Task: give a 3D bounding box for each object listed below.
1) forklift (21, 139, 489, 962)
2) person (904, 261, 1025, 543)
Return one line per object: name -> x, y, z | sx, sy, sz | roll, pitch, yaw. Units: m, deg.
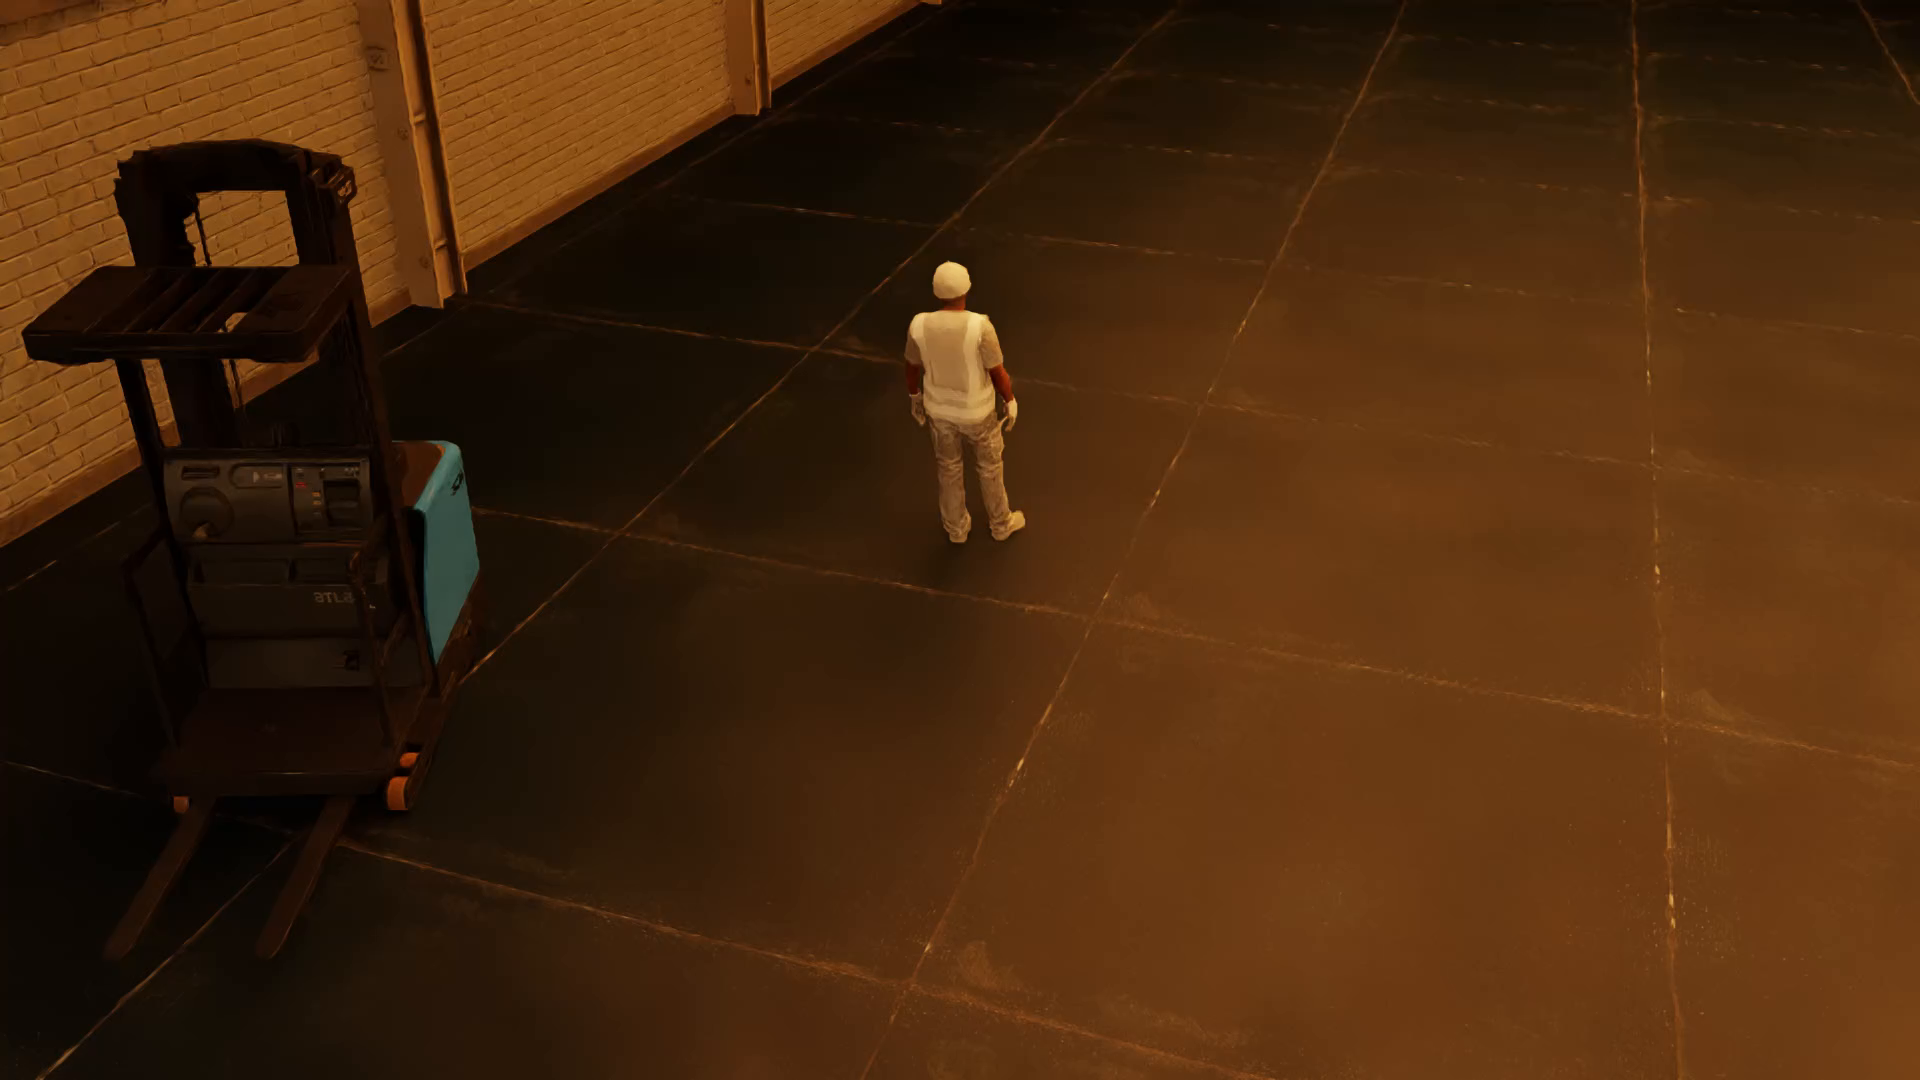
forklift -> -3.137, -0.142, 7.386 | 1.130, 2.935, 3.031 | -1, 30, -1
person -> 0.031, -0.813, 9.708 | 0.655, 1.782, 0.576 | 10, 31, 16
